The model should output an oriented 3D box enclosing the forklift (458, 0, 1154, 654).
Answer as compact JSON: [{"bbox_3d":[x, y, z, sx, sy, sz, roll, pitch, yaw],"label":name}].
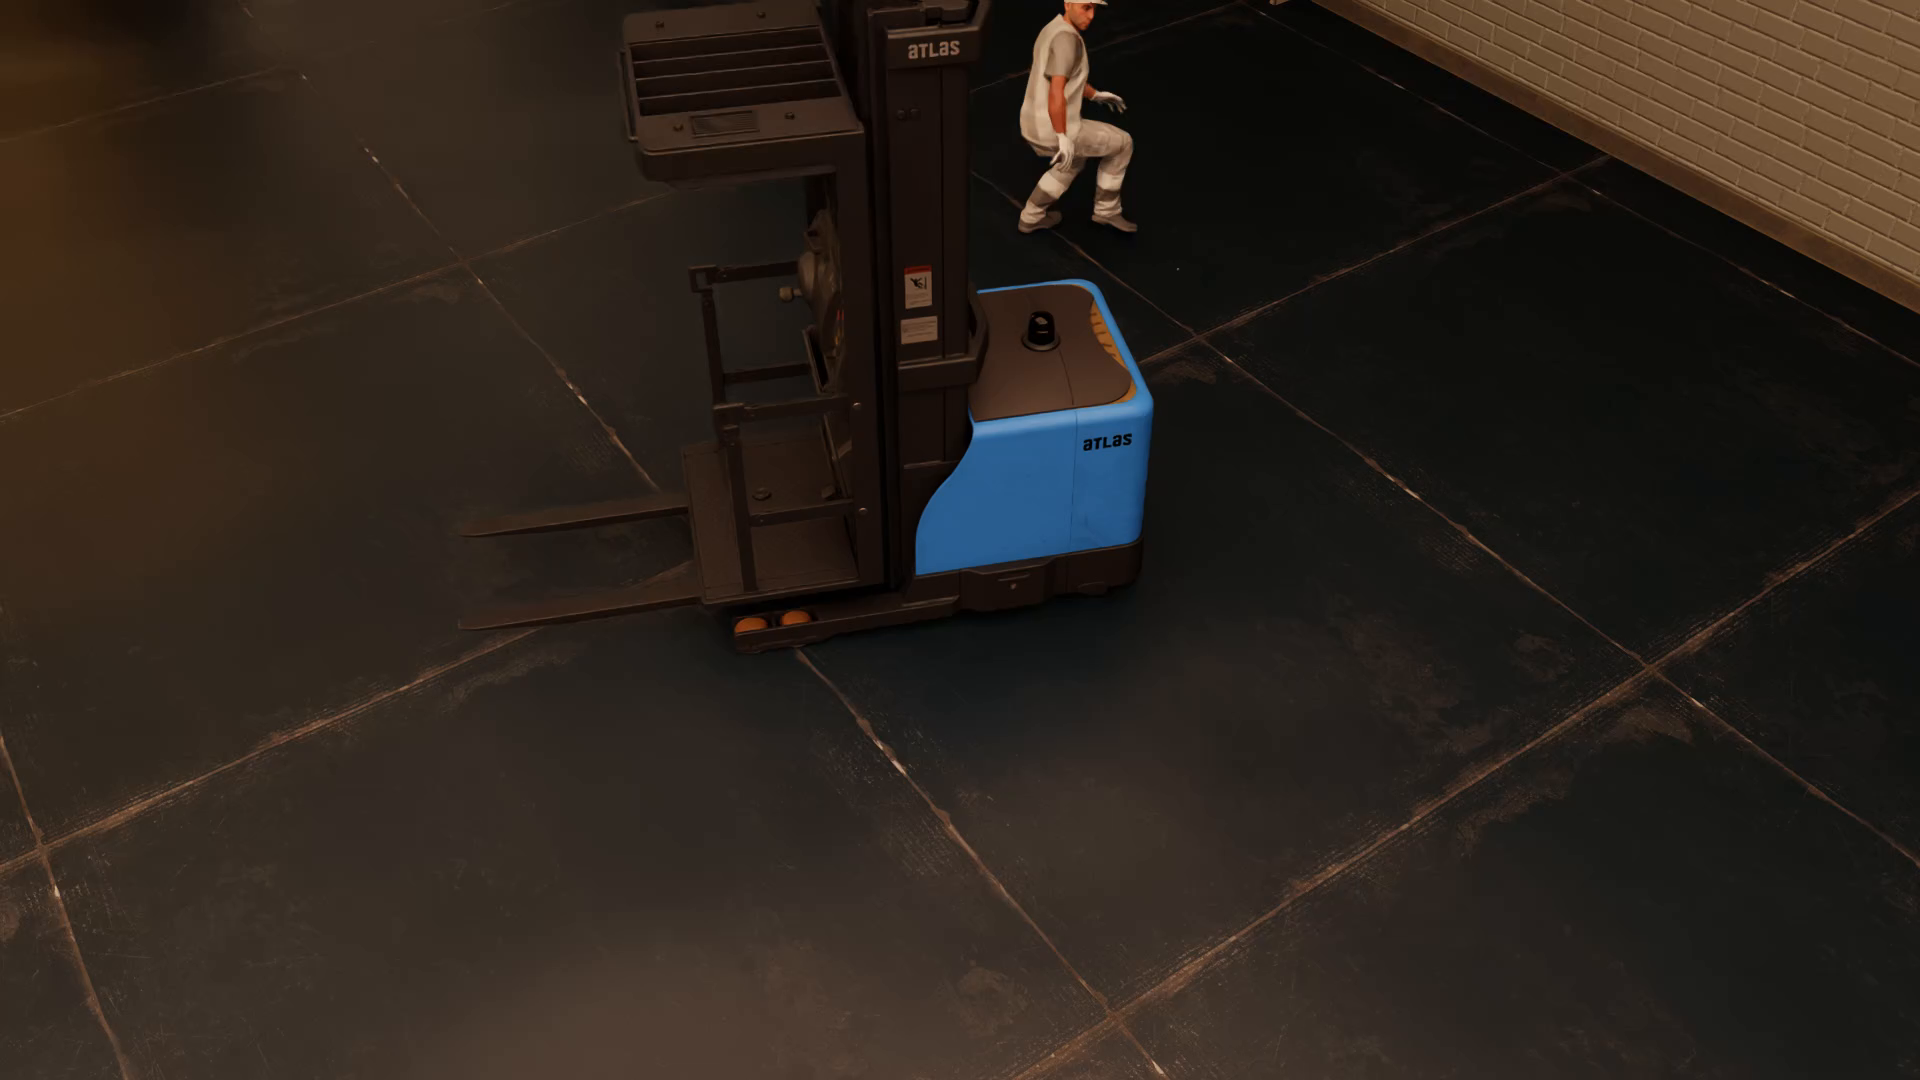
[{"bbox_3d":[-0.743,-0.969,6.767,3.031,2.935,1.130,-8,43,-9],"label":"forklift"}]

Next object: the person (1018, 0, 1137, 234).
[{"bbox_3d":[0.687,-2.350,9.301,0.771,1.561,0.781,-18,45,-18],"label":"person"}]
